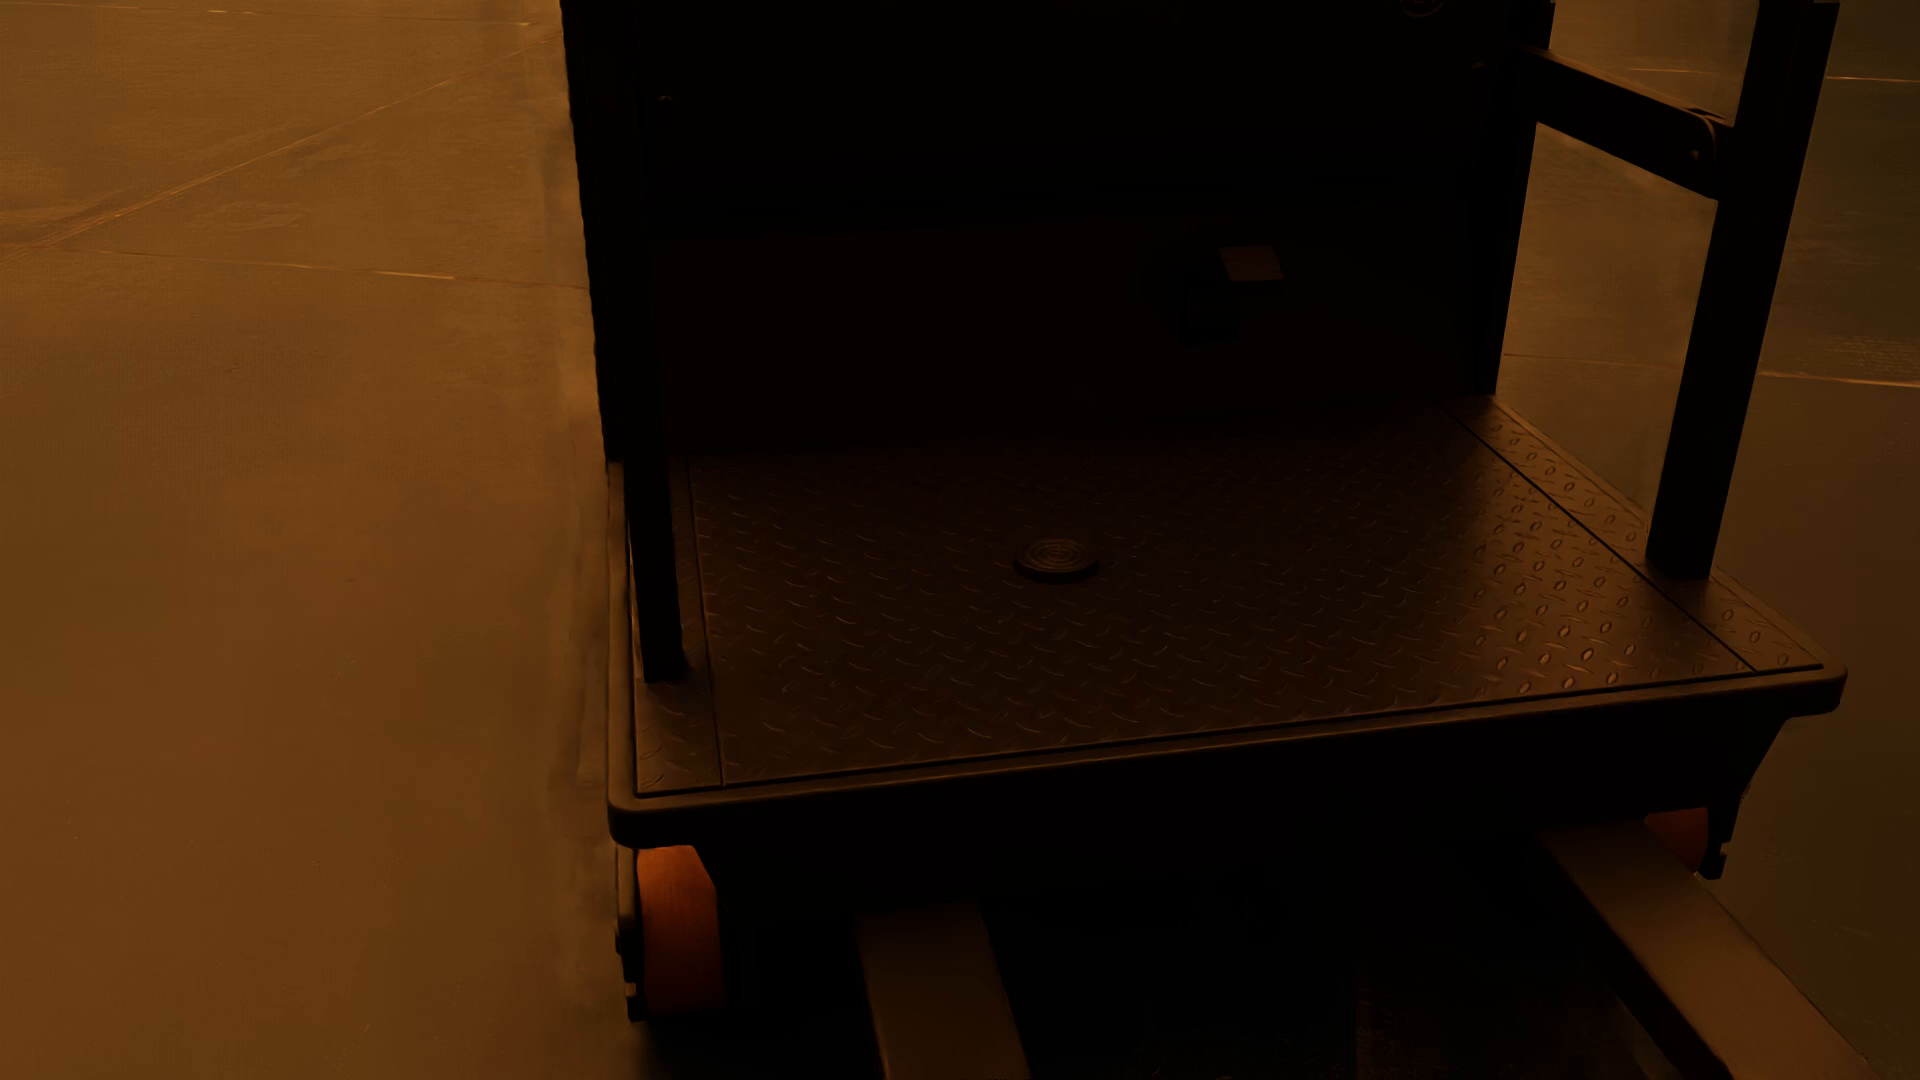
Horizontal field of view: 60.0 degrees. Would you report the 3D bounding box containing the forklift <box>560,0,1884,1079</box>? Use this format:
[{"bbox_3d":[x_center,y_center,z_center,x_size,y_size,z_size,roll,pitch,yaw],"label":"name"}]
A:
[{"bbox_3d":[0.171,-1.034,1.295,1.130,2.935,3.031,-5,27,-10],"label":"forklift"}]
